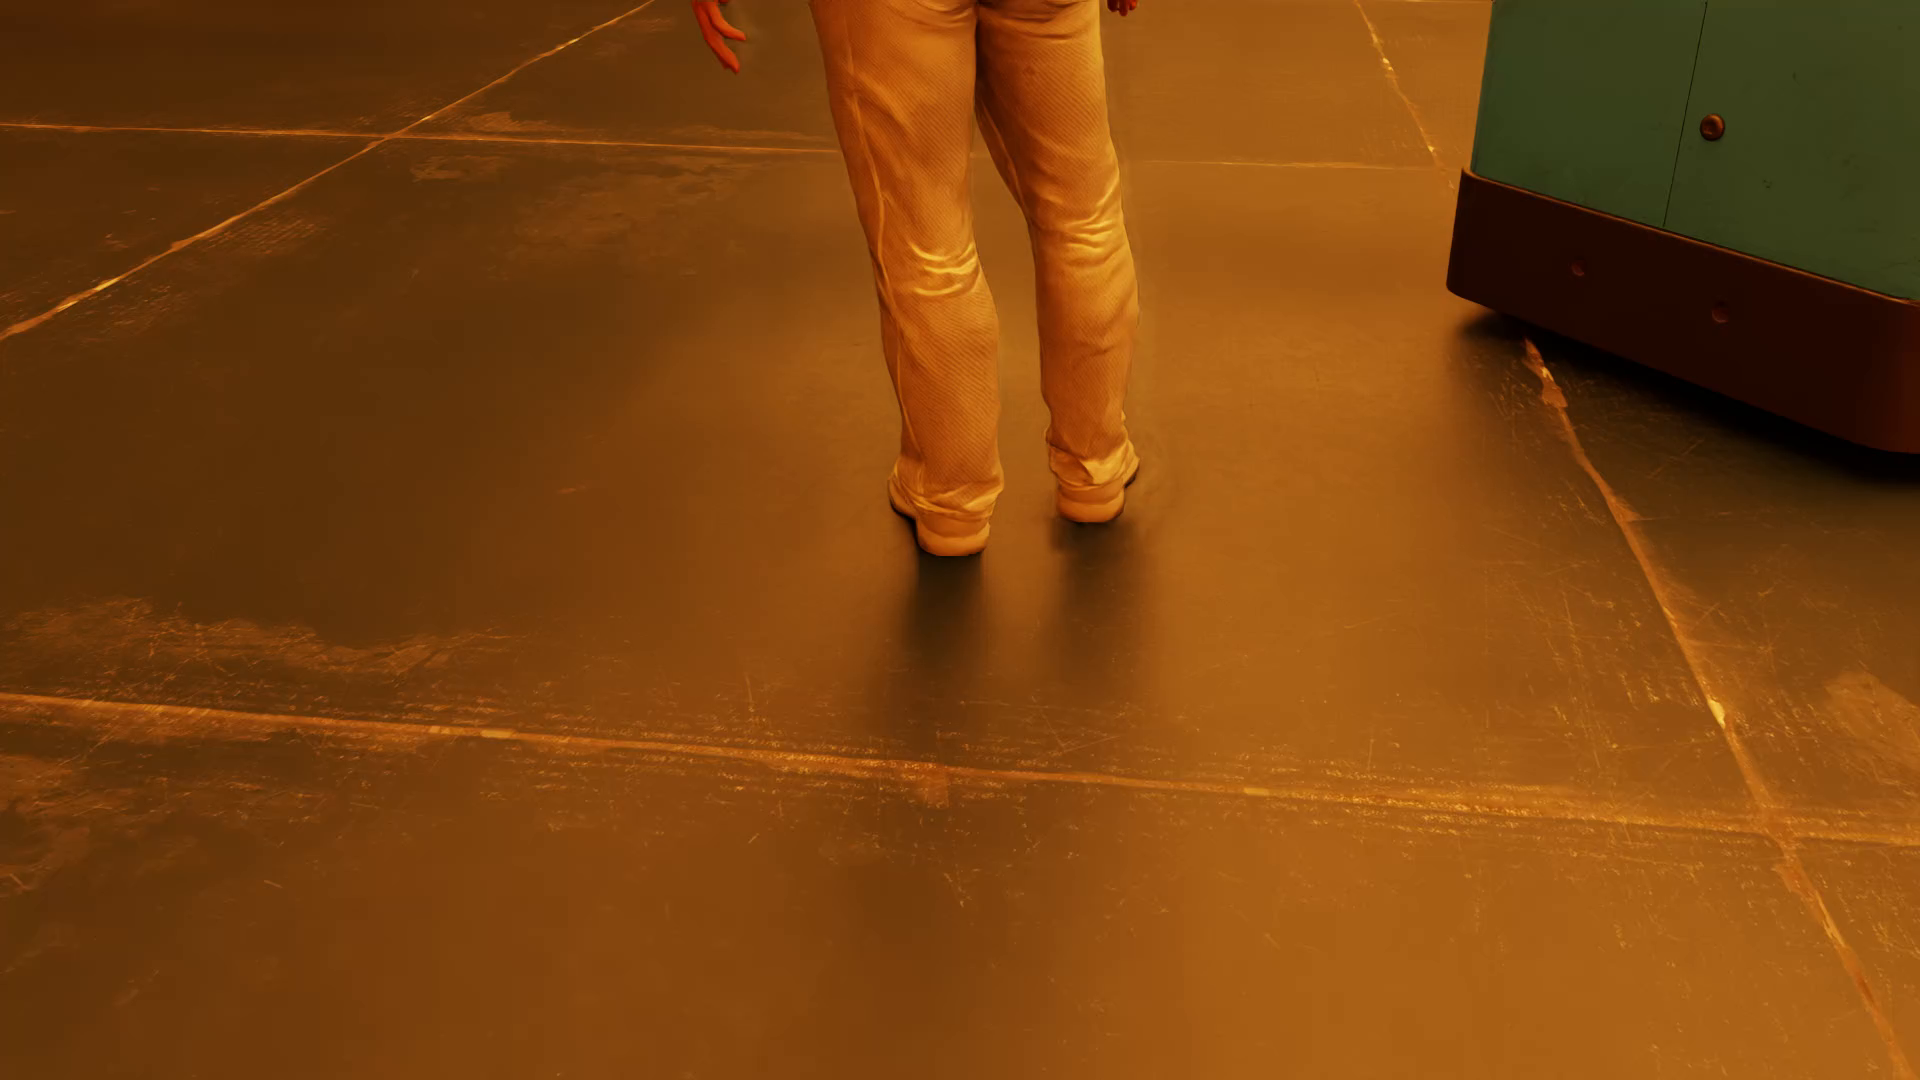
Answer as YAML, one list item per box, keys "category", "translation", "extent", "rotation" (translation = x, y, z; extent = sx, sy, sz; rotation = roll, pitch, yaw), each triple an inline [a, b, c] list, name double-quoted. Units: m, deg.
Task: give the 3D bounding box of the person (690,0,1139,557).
- category: "person"
  translation: [0.008, -0.804, 2.141]
  extent: [0.749, 1.763, 0.424]
  rotation: [-15, 30, -28]

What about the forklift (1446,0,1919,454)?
- category: "forklift"
  translation: [2.517, -1.905, 3.035]
  extent: [3.031, 2.935, 1.130]
  rotation: [-15, 30, -27]
